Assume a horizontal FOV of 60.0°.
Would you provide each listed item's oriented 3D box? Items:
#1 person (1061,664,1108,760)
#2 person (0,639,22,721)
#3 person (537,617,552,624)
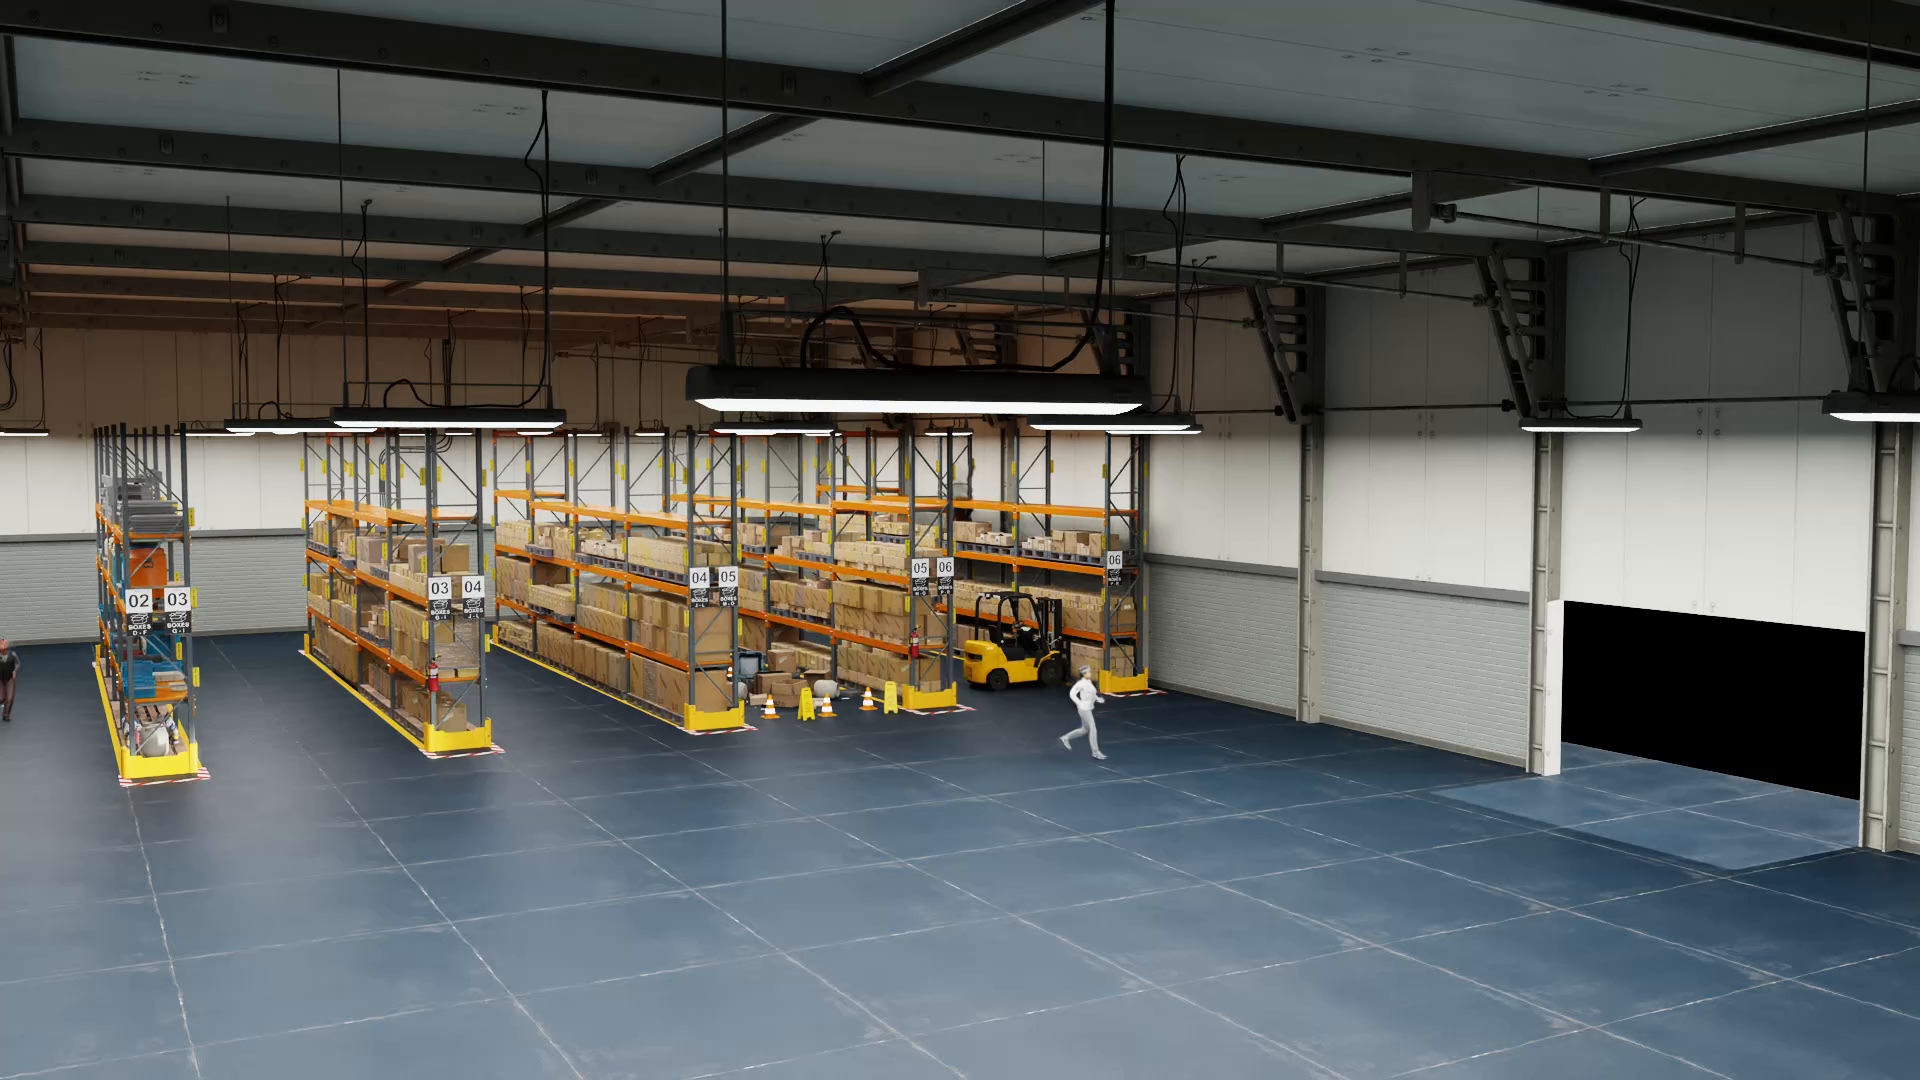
[{"bbox_3d":[2.249,3.075,29.889,0.844,1.701,0.618,1,4,20],"label":"person"},{"bbox_3d":[-19.421,2.849,33.779,0.662,1.679,0.581,-3,4,-39],"label":"person"},{"bbox_3d":[-12.216,1.883,48.680,0.712,1.794,0.639,-2,4,-24],"label":"person"}]
